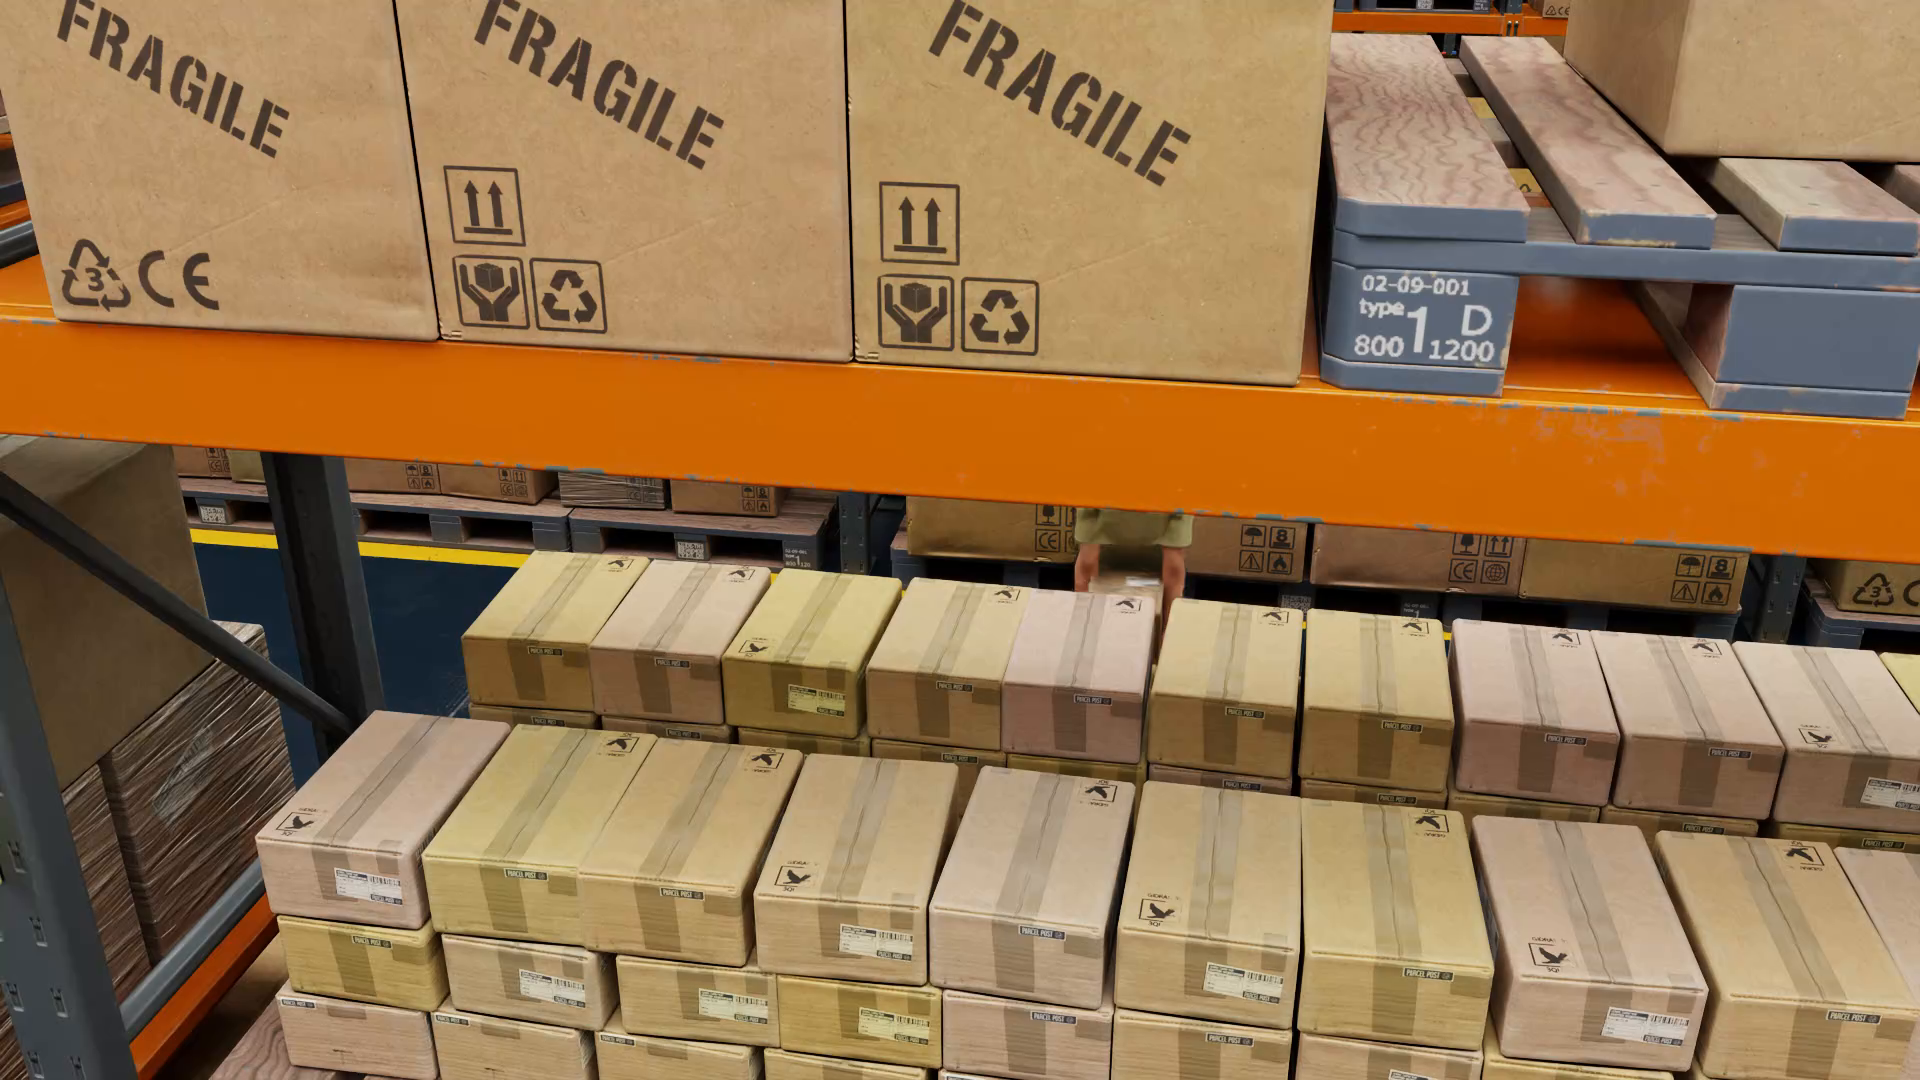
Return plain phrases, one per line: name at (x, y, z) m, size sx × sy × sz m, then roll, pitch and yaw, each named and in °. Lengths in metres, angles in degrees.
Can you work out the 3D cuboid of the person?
person at (0.622, 0.127, 5.838) m, size 0.516 × 1.671 × 0.417 m, roll 3°, pitch 25°, yaw 5°
